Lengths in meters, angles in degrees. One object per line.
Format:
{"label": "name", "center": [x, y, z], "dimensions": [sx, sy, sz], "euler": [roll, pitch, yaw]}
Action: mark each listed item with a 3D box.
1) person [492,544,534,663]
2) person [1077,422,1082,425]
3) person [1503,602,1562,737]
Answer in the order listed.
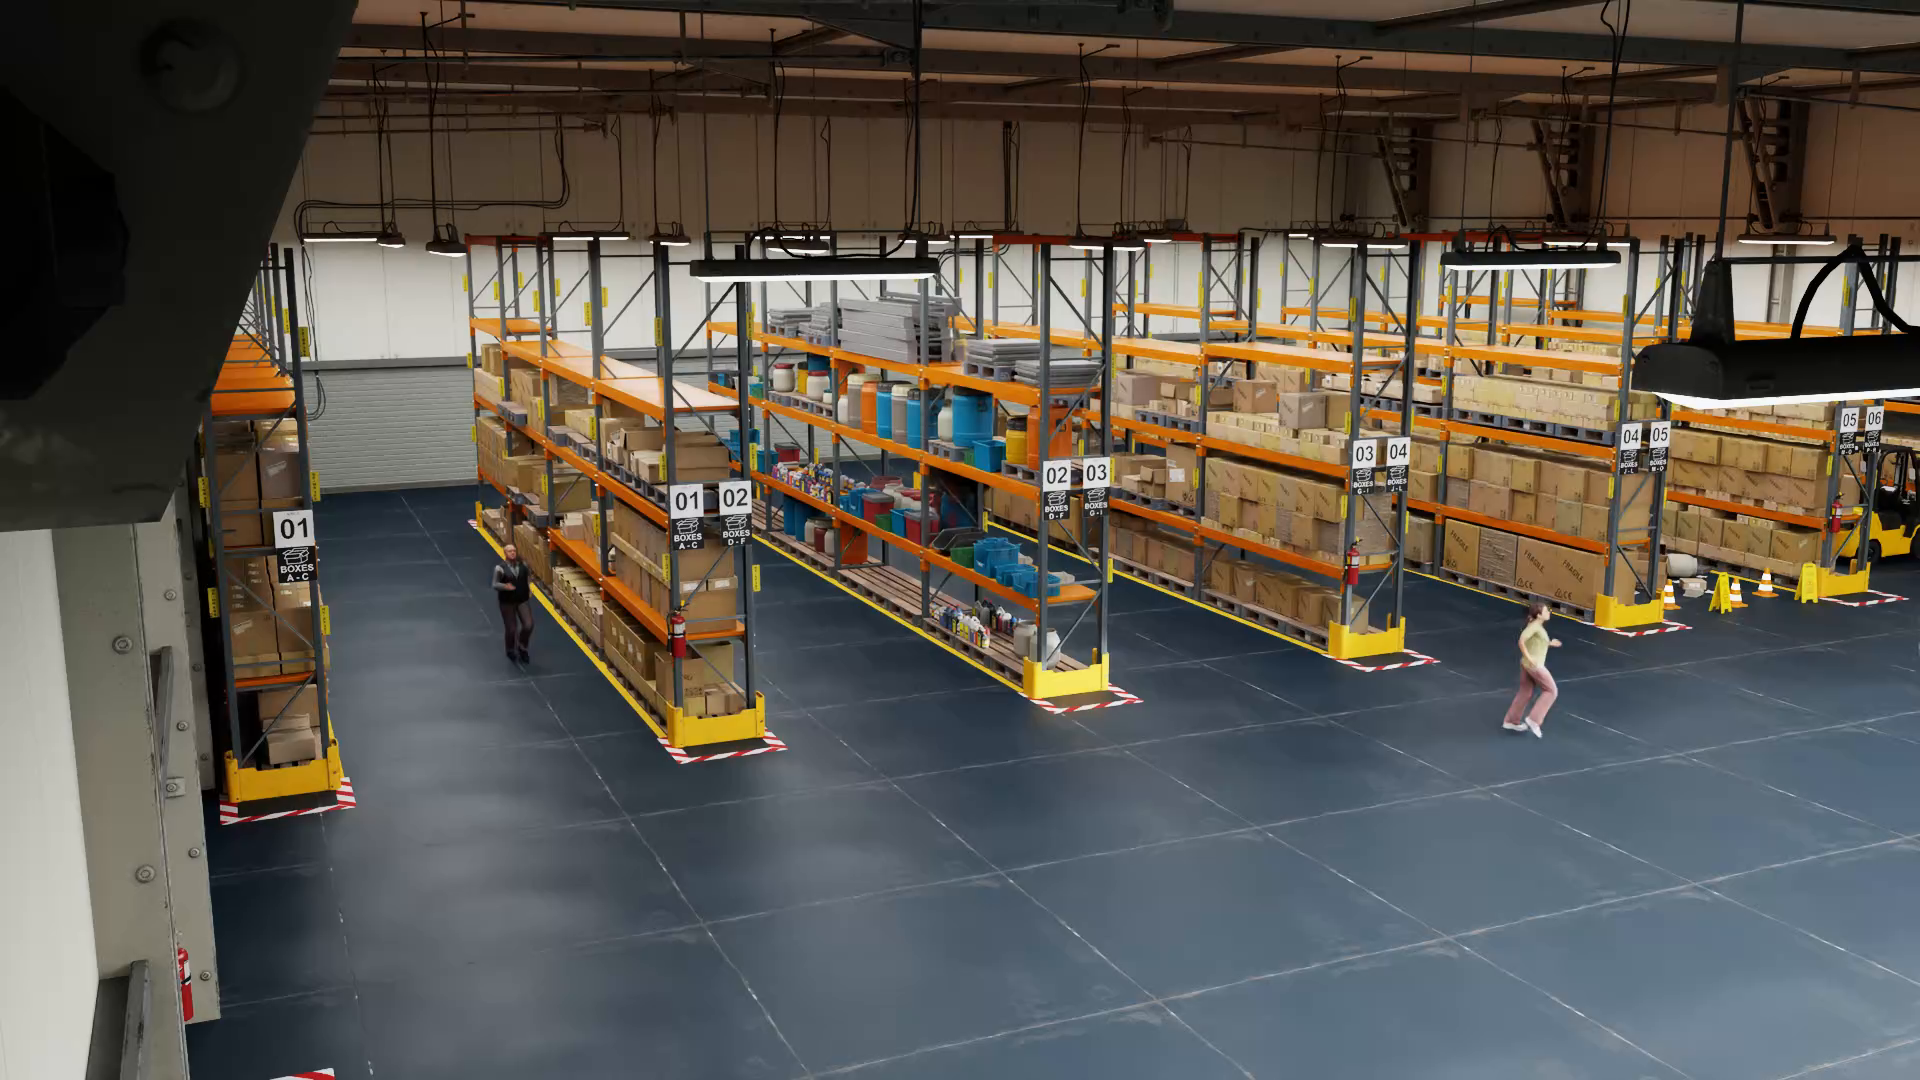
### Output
{"label": "person", "center": [-6.375, 0.930, 23.878], "dimensions": [0.640, 1.738, 0.669], "euler": [-7, 13, -31]}
{"label": "person", "center": [2.812, -1.969, 39.025], "dimensions": [0.639, 1.618, 0.503], "euler": [-2, 11, -11]}
{"label": "person", "center": [7.110, 1.592, 20.612], "dimensions": [0.674, 1.691, 0.550], "euler": [1, 11, 7]}
